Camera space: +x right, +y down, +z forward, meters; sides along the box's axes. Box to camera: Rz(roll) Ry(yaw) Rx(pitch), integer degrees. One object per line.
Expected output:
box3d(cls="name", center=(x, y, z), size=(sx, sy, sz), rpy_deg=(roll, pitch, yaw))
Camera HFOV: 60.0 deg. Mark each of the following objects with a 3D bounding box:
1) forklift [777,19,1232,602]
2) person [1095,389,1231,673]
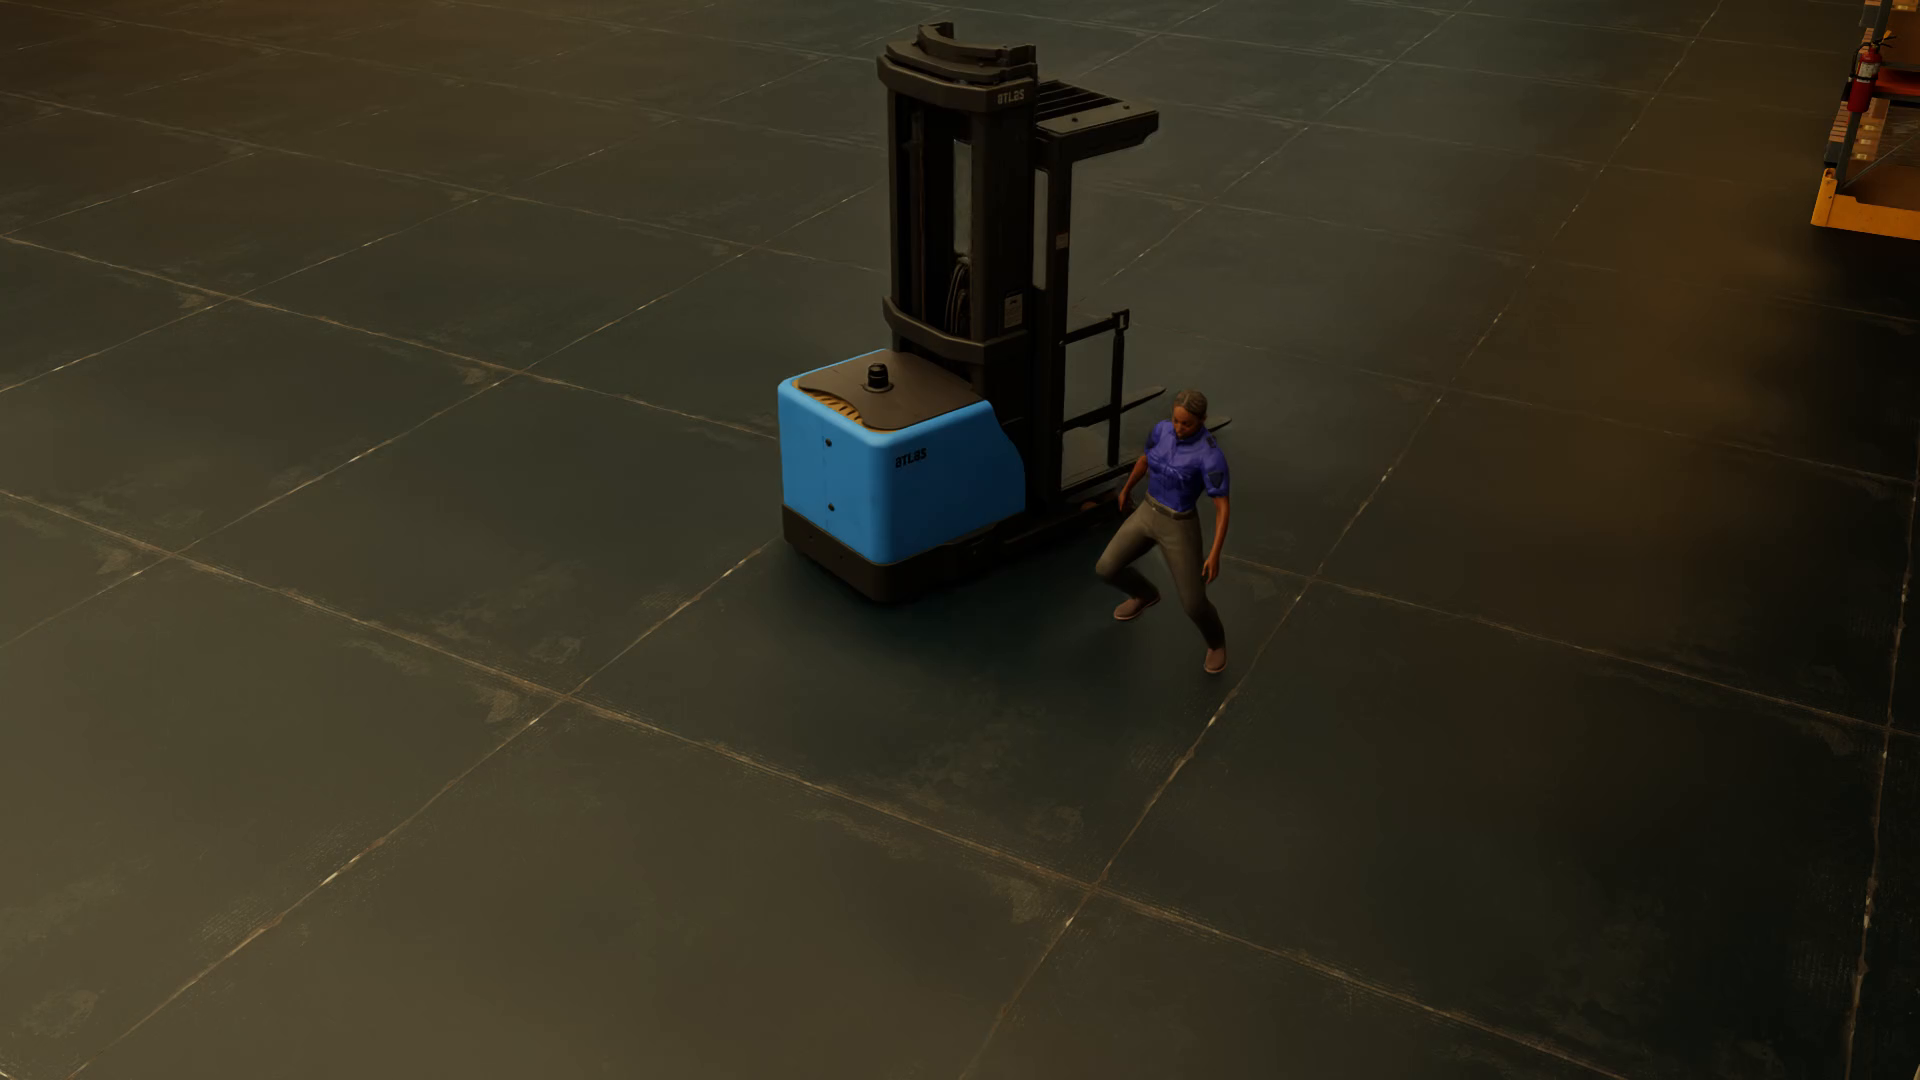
box3d(cls="forklift", center=(0.407, -1.520, 9.704), size=(3.031, 2.935, 1.130), rpy_deg=(-22, 37, -33))
box3d(cls="person", center=(1.091, -0.090, 8.623), size=(0.536, 1.565, 0.836), rpy_deg=(-22, 36, -32))
